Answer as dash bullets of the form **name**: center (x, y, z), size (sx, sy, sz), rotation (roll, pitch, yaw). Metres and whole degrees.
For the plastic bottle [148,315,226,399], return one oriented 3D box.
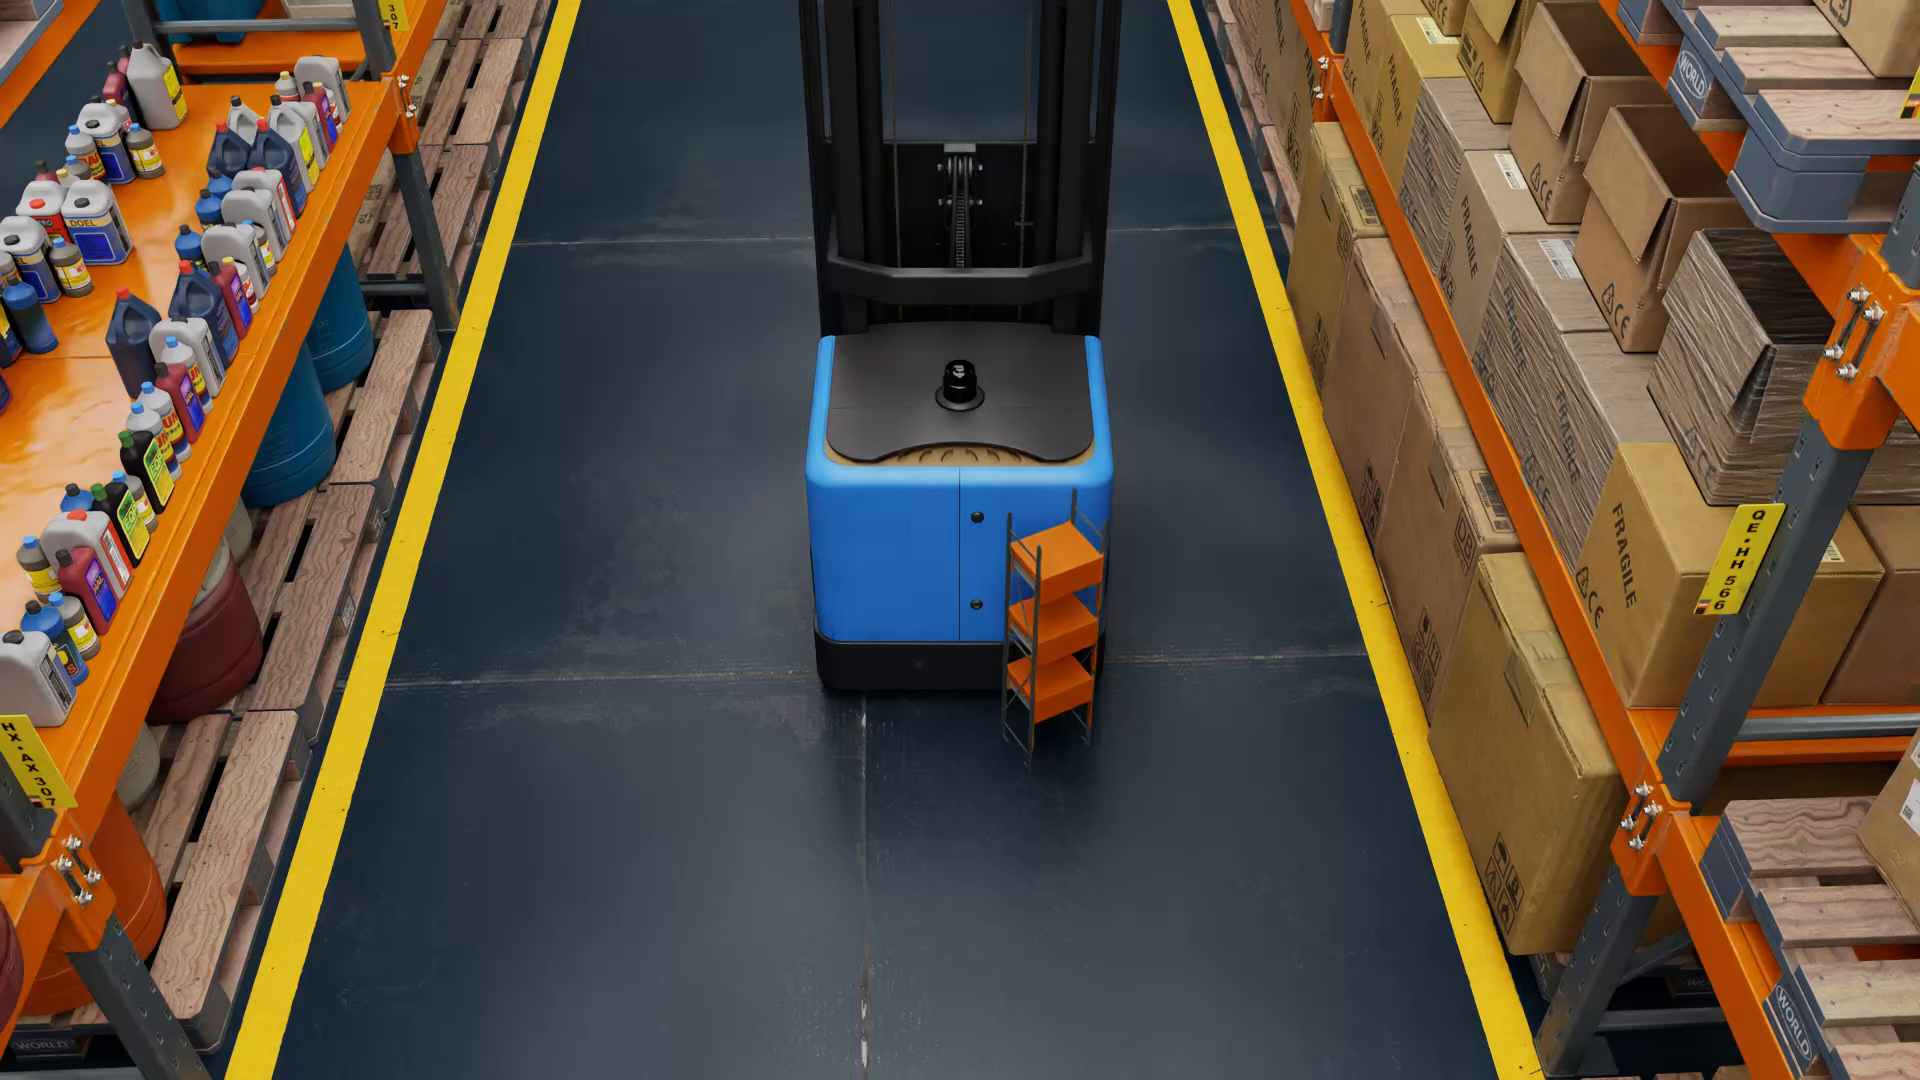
- **plastic bottle**: center (-2.452, -0.595, 5.271), size (0.152, 0.276, 0.135), rotation (-2, 43, -2)

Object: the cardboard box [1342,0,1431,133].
- **cardboard box**: center (1.850, -1.965, 6.600), size (0.500, 0.500, 0.500), rotation (-2, 43, -2)

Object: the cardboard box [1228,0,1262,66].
- **cardboard box**: center (2.056, -3.274, 9.363), size (0.875, 0.875, 0.875), rotation (-2, 43, -2)

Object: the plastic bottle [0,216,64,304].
- **plastic bottle**: center (-3.180, -0.953, 5.662), size (0.152, 0.276, 0.135), rotation (-2, 43, -2)

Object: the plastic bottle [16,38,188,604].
- **plastic bottle**: center (-2.869, -0.912, 5.561), size (0.643, 0.351, 2.872), rotation (-2, 43, -2)

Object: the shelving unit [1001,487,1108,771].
- **shelving unit**: center (0.307, 0.321, 5.618), size (0.252, 1.050, 0.215), rotation (-20, 45, -21)

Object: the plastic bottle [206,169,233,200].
- **plastic bottle**: center (-2.615, -1.196, 5.931), size (0.097, 0.271, 0.097), rotation (0, 43, 0)

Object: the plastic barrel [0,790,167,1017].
- **plastic barrel**: center (-7.784, 0.273, 3.953), size (10.706, 2.957, 0.708), rotation (-2, 43, -2)

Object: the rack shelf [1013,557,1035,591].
- **rack shelf**: center (0.309, 0.079, 5.404), size (0.221, 0.050, 0.166), rotation (-20, 45, -21)

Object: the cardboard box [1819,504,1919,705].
- **cardboard box**: center (2.502, 0.082, 4.367), size (0.500, 0.500, 0.500), rotation (0, 43, -1)

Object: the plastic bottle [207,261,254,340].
- **plastic bottle**: center (-2.420, -0.815, 5.505), size (0.061, 0.283, 0.133), rotation (-2, 43, -2)

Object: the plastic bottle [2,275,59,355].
- **plastic bottle**: center (-3.050, -0.745, 5.438), size (0.097, 0.271, 0.097), rotation (0, 43, 0)

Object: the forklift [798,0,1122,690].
- **forklift**: center (0.001, -1.506, 6.224), size (1.130, 2.935, 3.031), rotation (0, 43, 0)

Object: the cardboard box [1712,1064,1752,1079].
- **cardboard box**: center (2.299, 1.665, 4.238), size (0.700, 0.500, 0.500), rotation (-4, 43, -4)

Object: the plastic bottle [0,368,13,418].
- **plastic bottle**: center (-3.054, -0.522, 5.186), size (0.061, 0.283, 0.133), rotation (-2, 43, -2)

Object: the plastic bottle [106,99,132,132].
- **plastic bottle**: center (-3.250, -1.603, 6.426), size (0.097, 0.201, 0.097), rotation (0, 43, 0)

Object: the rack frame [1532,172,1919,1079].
- **rack frame**: center (2.250, 0.454, 4.034), size (1.000, 3.000, 0.127), rotation (-2, 43, -2)

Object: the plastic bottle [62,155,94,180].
- **plastic bottle**: center (-3.232, -1.315, 6.112), size (0.097, 0.201, 0.097), rotation (0, 43, 0)

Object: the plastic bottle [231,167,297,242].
- **plastic bottle**: center (-2.491, -1.214, 5.947), size (0.152, 0.276, 0.135), rotation (-2, 43, -2)

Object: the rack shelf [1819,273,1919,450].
- **rack shelf**: center (2.335, 0.964, 1.791), size (1.077, 0.370, 4.000), rotation (-2, 43, -2)

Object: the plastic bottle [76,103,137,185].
- **plastic bottle**: center (-3.213, -1.488, 6.245), size (0.152, 0.276, 0.135), rotation (-2, 43, -2)

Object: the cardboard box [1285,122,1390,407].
- **cardboard box**: center (2.128, -1.186, 7.086), size (1.225, 0.875, 0.875), rotation (-2, 43, -2)

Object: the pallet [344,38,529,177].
- **pallet**: center (-2.993, -2.397, 9.209), size (1.003, 0.211, 1.213), rotation (-2, 43, -2)

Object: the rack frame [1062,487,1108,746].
- **rack frame**: center (0.414, 0.282, 5.662), size (0.008, 1.050, 0.200), rotation (-20, 45, -21)

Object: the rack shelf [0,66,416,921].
- **rack shelf**: center (-2.783, -0.488, 5.595), size (1.077, 0.370, 4.000), rotation (-2, 43, -2)

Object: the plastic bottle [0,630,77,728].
- **plastic bottle**: center (-2.394, 0.341, 4.250), size (0.152, 0.276, 0.135), rotation (-2, 43, -2)

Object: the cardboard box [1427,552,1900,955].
- **cardboard box**: center (2.242, 0.616, 5.119), size (1.225, 0.875, 0.875), rotation (-3, 43, -4)

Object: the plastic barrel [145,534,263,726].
- **plastic barrel**: center (-2.784, 0.238, 5.744), size (0.600, 0.588, 0.708), rotation (-2, 43, -2)

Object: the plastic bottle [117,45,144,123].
- **plastic bottle**: center (-3.279, -1.801, 6.581), size (0.061, 0.283, 0.133), rotation (-2, 43, -2)

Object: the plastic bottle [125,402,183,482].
- **plastic bottle**: center (-2.406, -0.295, 4.947), size (0.097, 0.271, 0.097), rotation (0, 43, 0)

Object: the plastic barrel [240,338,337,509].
- **plastic barrel**: center (-2.832, -0.639, 6.470), size (0.600, 0.901, 0.708), rotation (-2, 43, -2)

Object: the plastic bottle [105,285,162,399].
- **plastic bottle**: center (-2.602, -0.636, 5.260), size (0.144, 0.351, 0.185), rotation (-2, 43, -2)

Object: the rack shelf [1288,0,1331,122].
- **rack shelf**: center (1.996, -3.331, 8.697), size (1.077, 0.370, 4.000), rotation (-2, 43, -2)

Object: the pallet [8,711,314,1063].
- **pallet**: center (-2.773, 1.093, 5.401), size (1.003, 0.211, 1.213), rotation (-2, 43, -2)

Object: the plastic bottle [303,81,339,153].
- **plastic bottle**: center (-2.473, -1.649, 6.416), size (0.061, 0.283, 0.133), rotation (-2, 43, -2)

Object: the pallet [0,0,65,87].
- **pallet**: center (-2.633, -0.959, 3.496), size (1.003, 0.211, 1.213), rotation (-2, 43, -2)

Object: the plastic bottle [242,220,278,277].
- **plastic bottle**: center (-2.453, -1.018, 5.788), size (0.097, 0.201, 0.097), rotation (0, 43, 0)

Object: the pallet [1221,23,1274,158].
- **pallet**: center (2.072, -2.559, 9.386), size (1.003, 0.211, 1.213), rotation (-2, 43, -2)
